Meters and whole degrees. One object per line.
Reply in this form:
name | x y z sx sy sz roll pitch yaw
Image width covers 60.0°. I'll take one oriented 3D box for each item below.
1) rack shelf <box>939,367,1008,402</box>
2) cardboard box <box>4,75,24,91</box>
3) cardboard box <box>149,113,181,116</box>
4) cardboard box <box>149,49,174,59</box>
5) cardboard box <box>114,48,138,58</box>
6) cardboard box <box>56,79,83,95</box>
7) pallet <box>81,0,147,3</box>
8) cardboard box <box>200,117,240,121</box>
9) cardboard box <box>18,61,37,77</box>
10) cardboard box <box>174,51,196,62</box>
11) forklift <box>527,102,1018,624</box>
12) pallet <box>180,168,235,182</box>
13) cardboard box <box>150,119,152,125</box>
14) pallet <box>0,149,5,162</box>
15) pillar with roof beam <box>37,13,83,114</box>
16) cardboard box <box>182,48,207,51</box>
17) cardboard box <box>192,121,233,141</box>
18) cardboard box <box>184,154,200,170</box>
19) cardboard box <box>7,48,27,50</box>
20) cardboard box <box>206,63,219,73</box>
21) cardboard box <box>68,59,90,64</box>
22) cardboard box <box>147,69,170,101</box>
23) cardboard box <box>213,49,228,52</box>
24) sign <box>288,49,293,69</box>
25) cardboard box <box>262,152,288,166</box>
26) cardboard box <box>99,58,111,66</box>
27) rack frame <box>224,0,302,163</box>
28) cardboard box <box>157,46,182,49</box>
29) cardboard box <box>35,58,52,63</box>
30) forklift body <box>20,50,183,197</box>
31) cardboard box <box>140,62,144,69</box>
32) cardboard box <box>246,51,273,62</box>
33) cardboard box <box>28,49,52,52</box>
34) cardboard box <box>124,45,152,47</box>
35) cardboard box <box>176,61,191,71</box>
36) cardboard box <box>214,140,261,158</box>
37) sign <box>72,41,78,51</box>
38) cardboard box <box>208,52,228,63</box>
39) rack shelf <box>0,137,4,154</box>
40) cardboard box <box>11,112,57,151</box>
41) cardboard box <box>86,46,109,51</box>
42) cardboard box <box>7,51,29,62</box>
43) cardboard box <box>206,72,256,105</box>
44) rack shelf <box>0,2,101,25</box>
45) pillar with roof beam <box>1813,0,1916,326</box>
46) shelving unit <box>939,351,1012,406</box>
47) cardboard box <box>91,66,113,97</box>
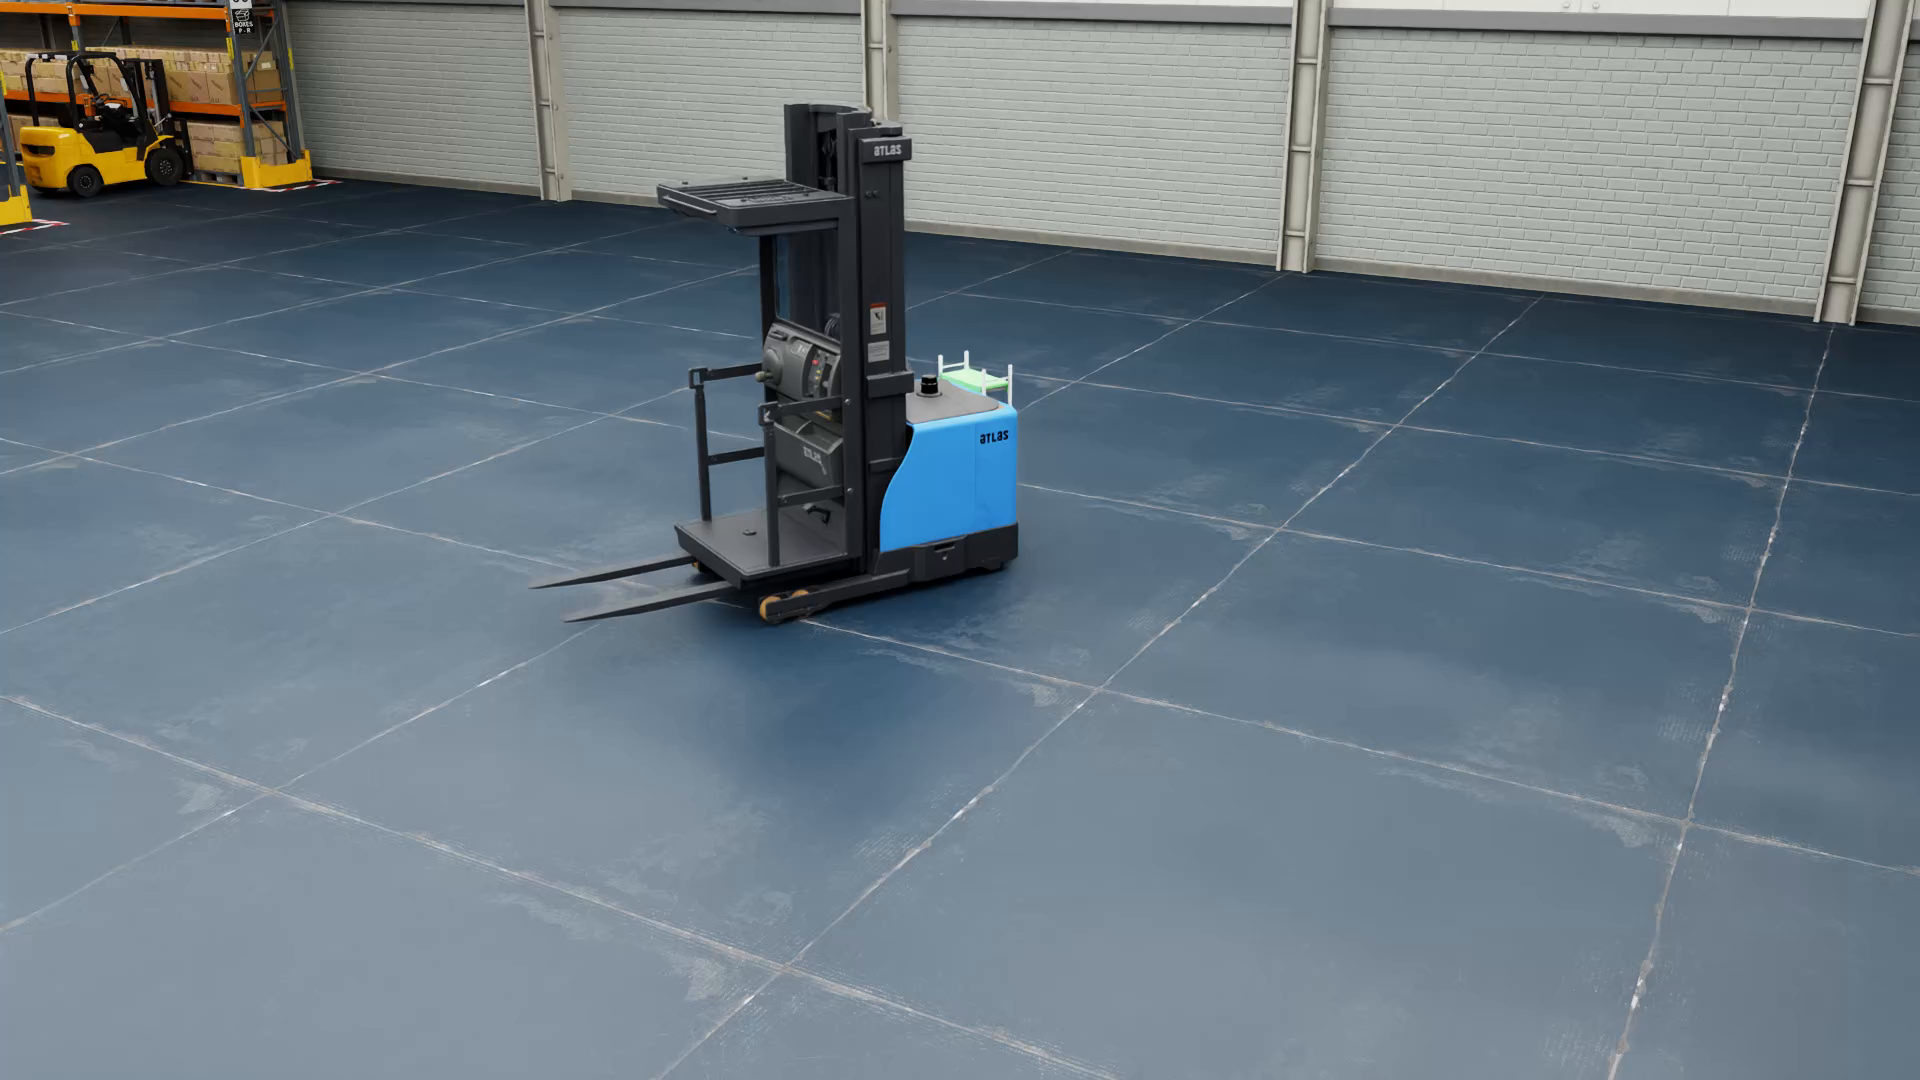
rack shelf | 0.101 -1.035 11.239 0.258 0.148 0.480 -14 24 -34
cardboard box | -16.768 -8.227 29.866 0.500 0.250 0.500 12 23 29
cardboard box | -13.913 -7.305 29.055 0.500 0.250 0.500 10 22 27
cardboard box | -13.363 -8.158 27.922 0.250 0.149 0.380 11 23 28
cardboard box | -14.079 -8.255 28.190 0.250 0.149 0.380 11 23 28
cardboard box | -15.454 -7.970 29.157 0.500 0.250 0.500 11 23 29
pallet | -14.129 -9.269 28.249 1.213 0.211 1.003 11 23 27
cardboard box | -12.591 -7.049 28.348 0.500 0.250 0.500 11 22 27
cardboard box | -16.336 -8.375 29.540 0.500 0.250 0.500 11 23 28
cardboard box | -12.744 -7.999 27.483 0.250 0.149 0.380 11 23 29
forklift | -1.141 -1.077 10.036 3.031 2.935 1.130 -12 23 -30
pallet | -13.143 -6.376 28.633 1.213 0.211 1.003 11 23 27
cardboard box | -13.735 -7.068 28.401 0.500 0.250 0.500 12 23 29
pallet | -17.679 -7.240 31.015 1.213 0.211 1.003 11 23 27
pillar with roof beam | -18.900 -10.290 26.535 0.400 9.000 9.100 11 23 27
cardboard box | -12.920 -8.246 28.165 0.250 0.149 0.380 11 23 28
cardboard box | -12.397 -6.811 27.693 0.500 0.250 0.500 11 23 28
cardboard box | -12.820 -6.429 28.107 0.500 0.250 0.500 11 23 28
cardboard box | -17.268 -8.966 30.586 0.250 0.149 0.380 10 22 26
cardboard box | -12.071 -7.729 27.176 0.250 0.149 0.380 11 23 28
cardboard box | -15.293 -8.377 28.962 0.250 0.149 0.380 12 23 29
cardboard box | -13.292 -7.674 27.976 0.500 0.500 0.500 11 23 28
cardboard box | -12.241 -8.119 27.815 0.250 0.149 0.380 11 23 28
sign | -11.118 -7.978 27.573 0.005 0.325 0.100 11 23 27
cardboard box | -11.728 -6.414 28.064 0.500 0.250 0.500 11 23 28
cardboard box | -14.509 -8.212 28.508 0.250 0.149 0.380 11 23 29
rack frame | -11.394 -7.369 27.281 0.127 3.000 1.000 11 23 27
cardboard box | -13.558 -8.397 28.580 0.250 0.149 0.380 10 22 26
cardboard box | -16.009 -8.475 29.233 0.250 0.149 0.380 10 22 26
forklift body | -13.939 -6.742 26.798 1.214 2.155 2.313 11 23 27
cardboard box | -13.633 -8.034 28.015 0.250 0.149 0.380 10 22 26
cardboard box | -11.583 -7.980 27.432 0.250 0.149 0.380 10 22 26
cardboard box | -16.646 -8.808 30.150 0.250 0.149 0.380 12 23 29
cardboard box | -14.261 -8.509 28.889 0.250 0.149 0.380 10 22 26
cardboard box | -12.735 -7.865 27.551 0.250 0.149 0.380 10 22 26
cardboard box | -11.972 -6.497 27.560 0.500 0.250 0.500 10 22 27
sign | -15.142 -8.378 28.482 0.005 0.325 0.100 11 23 27
cardboard box | -12.040 -7.890 27.182 0.250 0.149 0.380 11 23 27
rack shelf | -15.558 -5.885 24.246 4.000 0.370 1.077 11 23 27
cardboard box | -16.678 -7.455 30.384 0.625 0.625 0.875 10 22 25
cardboard box | -14.753 -8.385 28.547 0.250 0.149 0.380 11 23 28
cardboard box | -16.692 -8.602 29.581 0.250 0.149 0.380 10 22 26
cardboard box | -11.952 -7.420 27.274 0.500 0.500 0.500 10 22 26
rack shelf | -16.632 -9.439 29.643 4.000 0.370 1.077 11 23 27
pillar with roof beam | 7.290 -5.301 12.781 0.400 9.000 9.100 11 23 27
shelving unit | 0.101 -0.644 11.381 0.258 1.200 0.503 -14 24 -34
cardboard box | -14.626 -7.930 28.681 0.500 0.500 0.500 10 22 26
